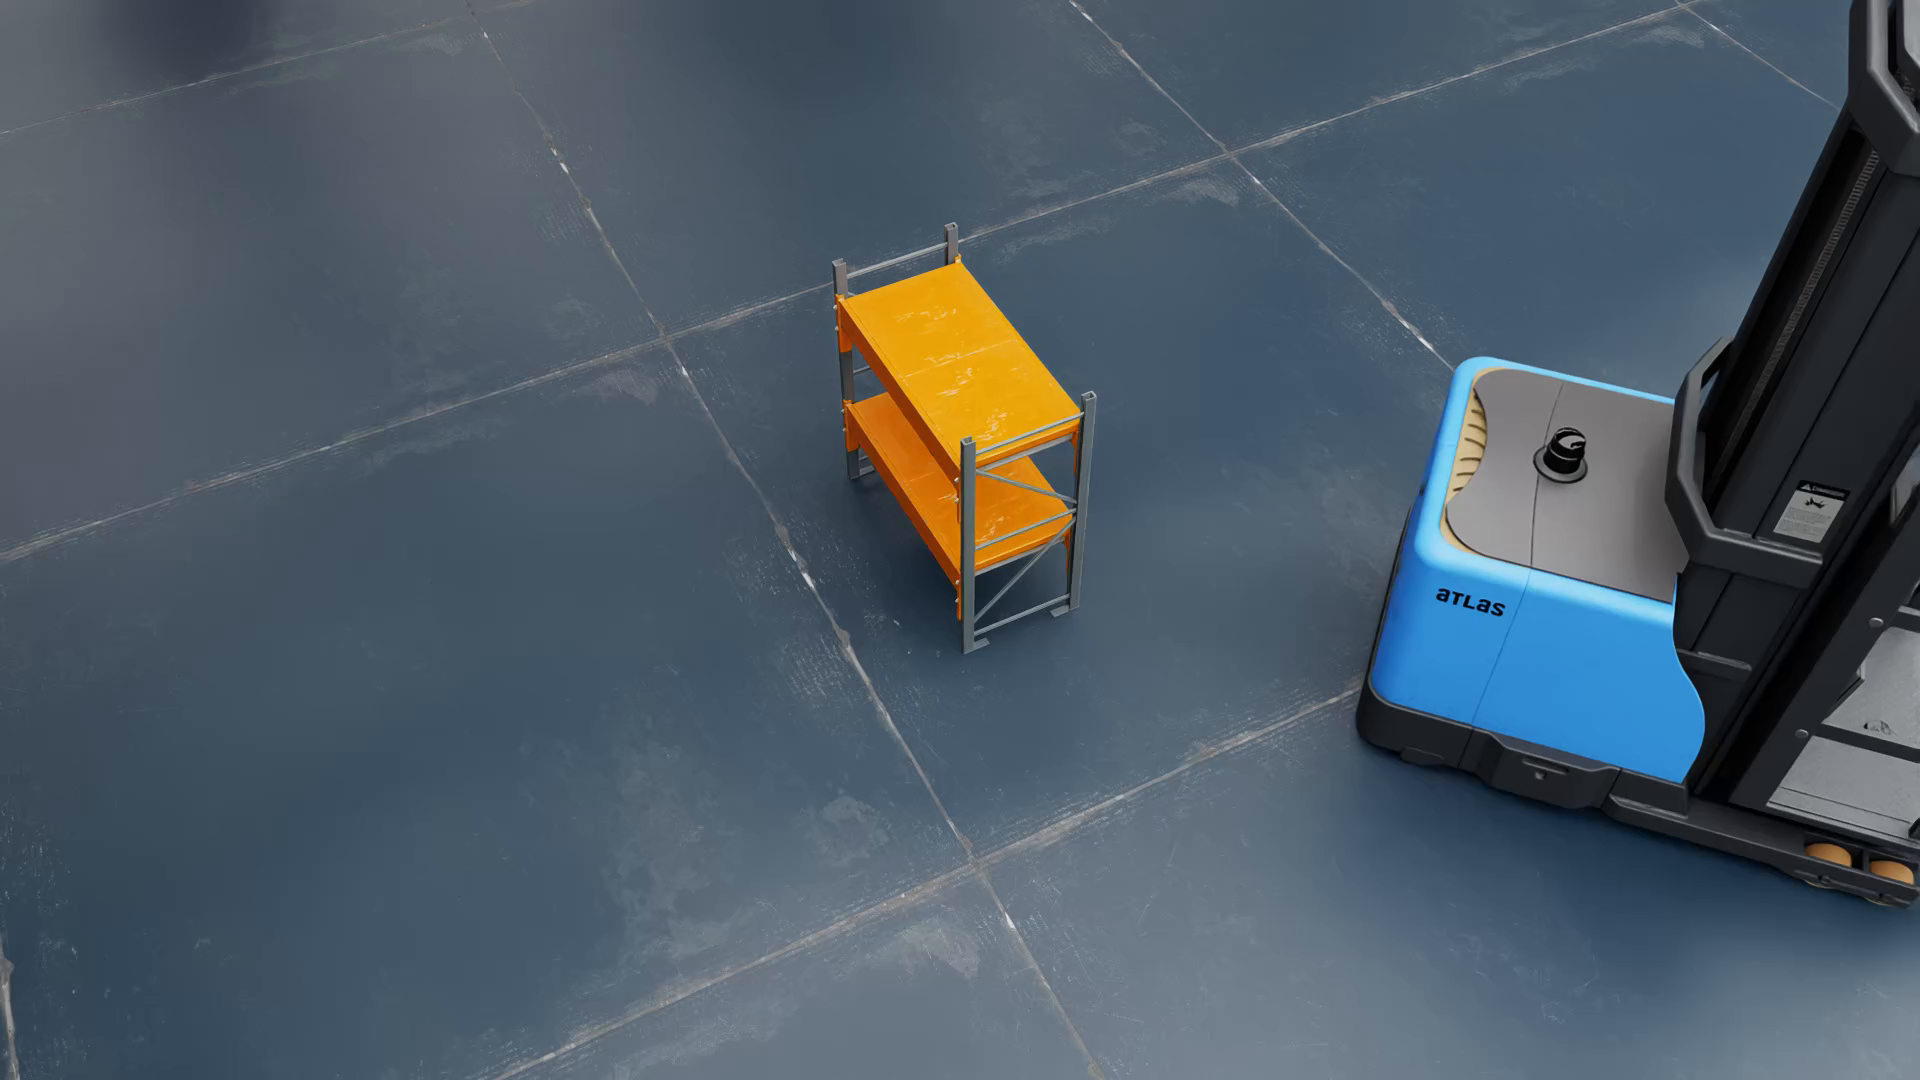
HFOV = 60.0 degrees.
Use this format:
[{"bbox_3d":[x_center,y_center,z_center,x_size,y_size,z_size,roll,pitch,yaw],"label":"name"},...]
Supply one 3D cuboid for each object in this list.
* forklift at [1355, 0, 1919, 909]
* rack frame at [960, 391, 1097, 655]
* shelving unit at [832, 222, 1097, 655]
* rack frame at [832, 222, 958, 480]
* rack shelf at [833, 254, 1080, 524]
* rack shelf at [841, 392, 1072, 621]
[{"bbox_3d":[2.994,-0.196,4.866,3.031,2.935,1.130,15,51,13],"label":"forklift"},{"bbox_3d":[0.230,-0.035,5.926,0.500,1.125,0.032,-21,52,-18],"label":"rack frame"},{"bbox_3d":[-0.003,-0.375,6.223,0.538,1.125,1.048,-21,52,-18],"label":"shelving unit"},{"bbox_3d":[-0.236,-0.715,6.521,0.500,1.125,0.032,-21,52,-18],"label":"rack frame"},{"bbox_3d":[-0.003,-0.568,6.003,0.538,0.278,1.000,-21,52,-18],"label":"rack shelf"},{"bbox_3d":[-0.003,-0.214,6.407,0.538,0.278,1.000,-21,52,-18],"label":"rack shelf"}]
